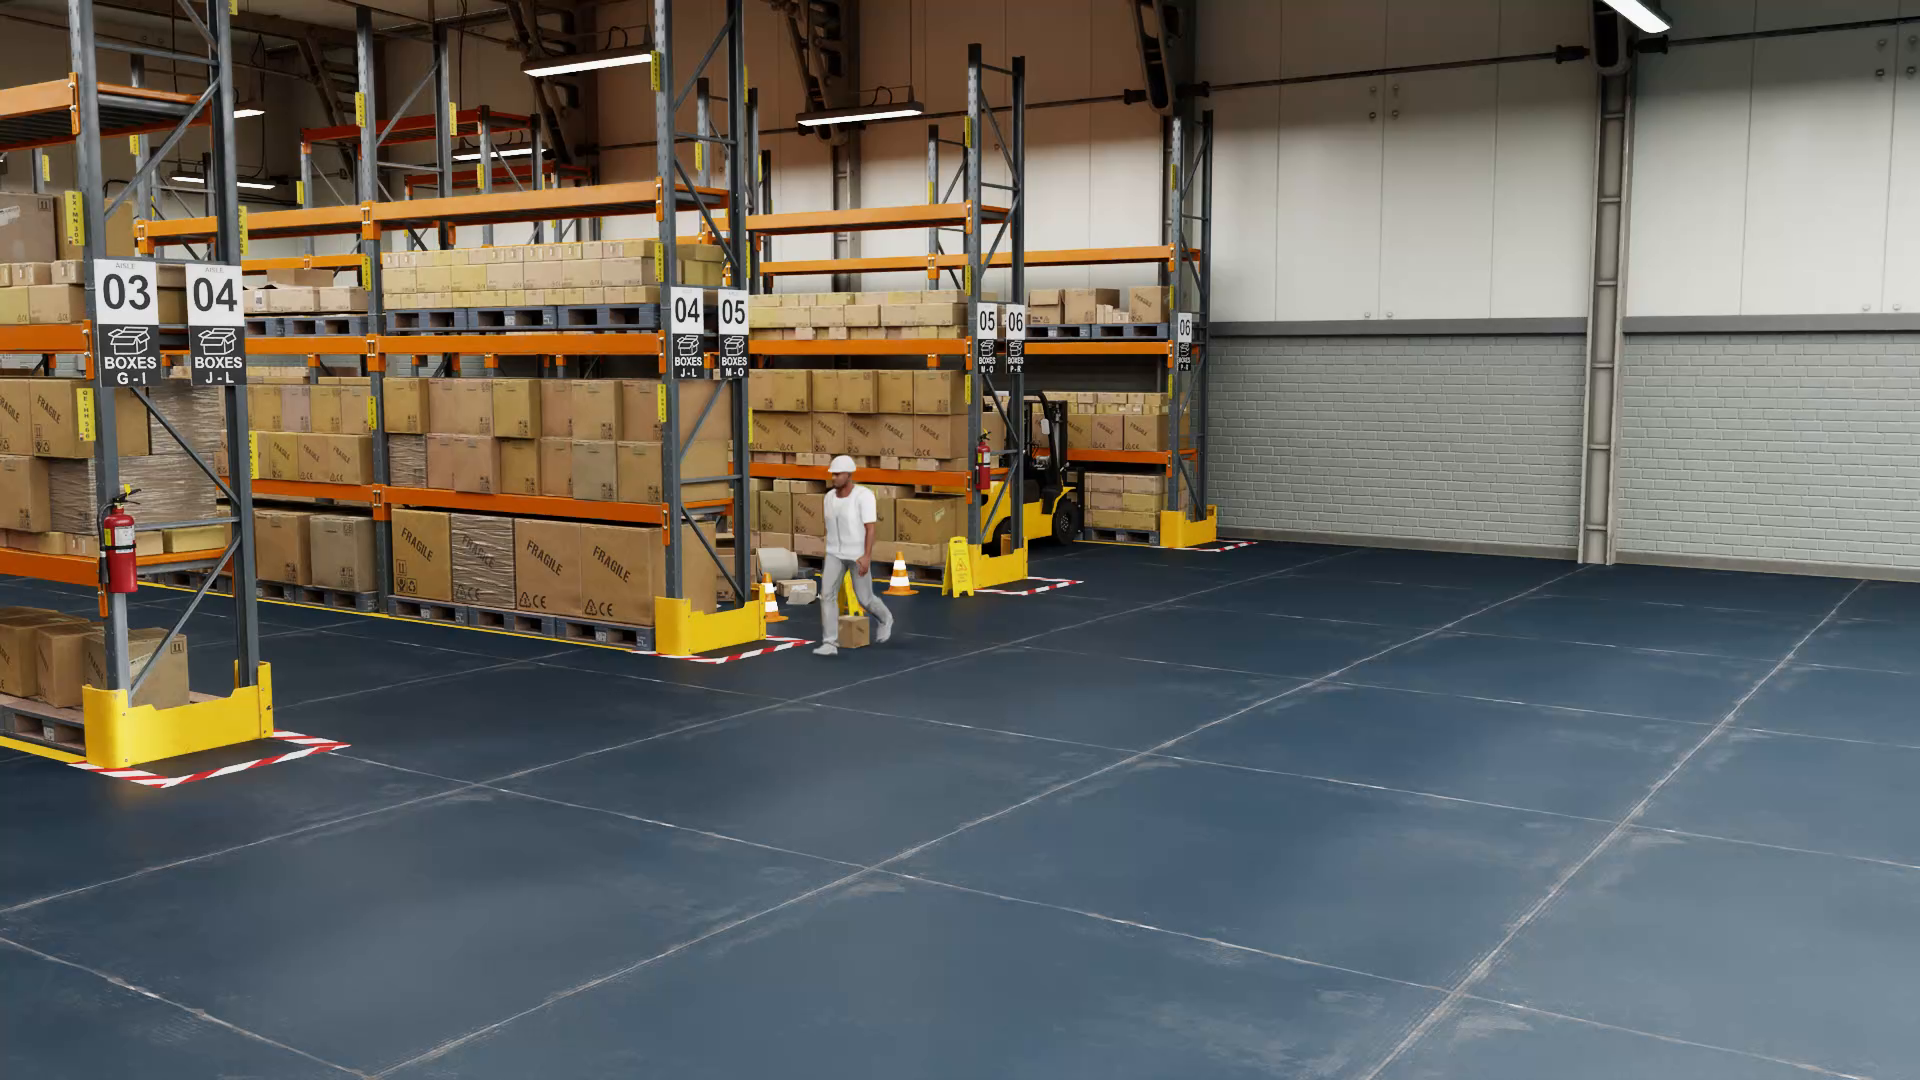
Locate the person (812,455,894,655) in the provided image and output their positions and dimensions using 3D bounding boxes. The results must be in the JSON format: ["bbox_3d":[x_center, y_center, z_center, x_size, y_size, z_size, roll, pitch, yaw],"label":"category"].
[{"bbox_3d":[-0.947,0.121,14.540,0.575,1.726,0.995,3,7,27],"label":"person"}]
